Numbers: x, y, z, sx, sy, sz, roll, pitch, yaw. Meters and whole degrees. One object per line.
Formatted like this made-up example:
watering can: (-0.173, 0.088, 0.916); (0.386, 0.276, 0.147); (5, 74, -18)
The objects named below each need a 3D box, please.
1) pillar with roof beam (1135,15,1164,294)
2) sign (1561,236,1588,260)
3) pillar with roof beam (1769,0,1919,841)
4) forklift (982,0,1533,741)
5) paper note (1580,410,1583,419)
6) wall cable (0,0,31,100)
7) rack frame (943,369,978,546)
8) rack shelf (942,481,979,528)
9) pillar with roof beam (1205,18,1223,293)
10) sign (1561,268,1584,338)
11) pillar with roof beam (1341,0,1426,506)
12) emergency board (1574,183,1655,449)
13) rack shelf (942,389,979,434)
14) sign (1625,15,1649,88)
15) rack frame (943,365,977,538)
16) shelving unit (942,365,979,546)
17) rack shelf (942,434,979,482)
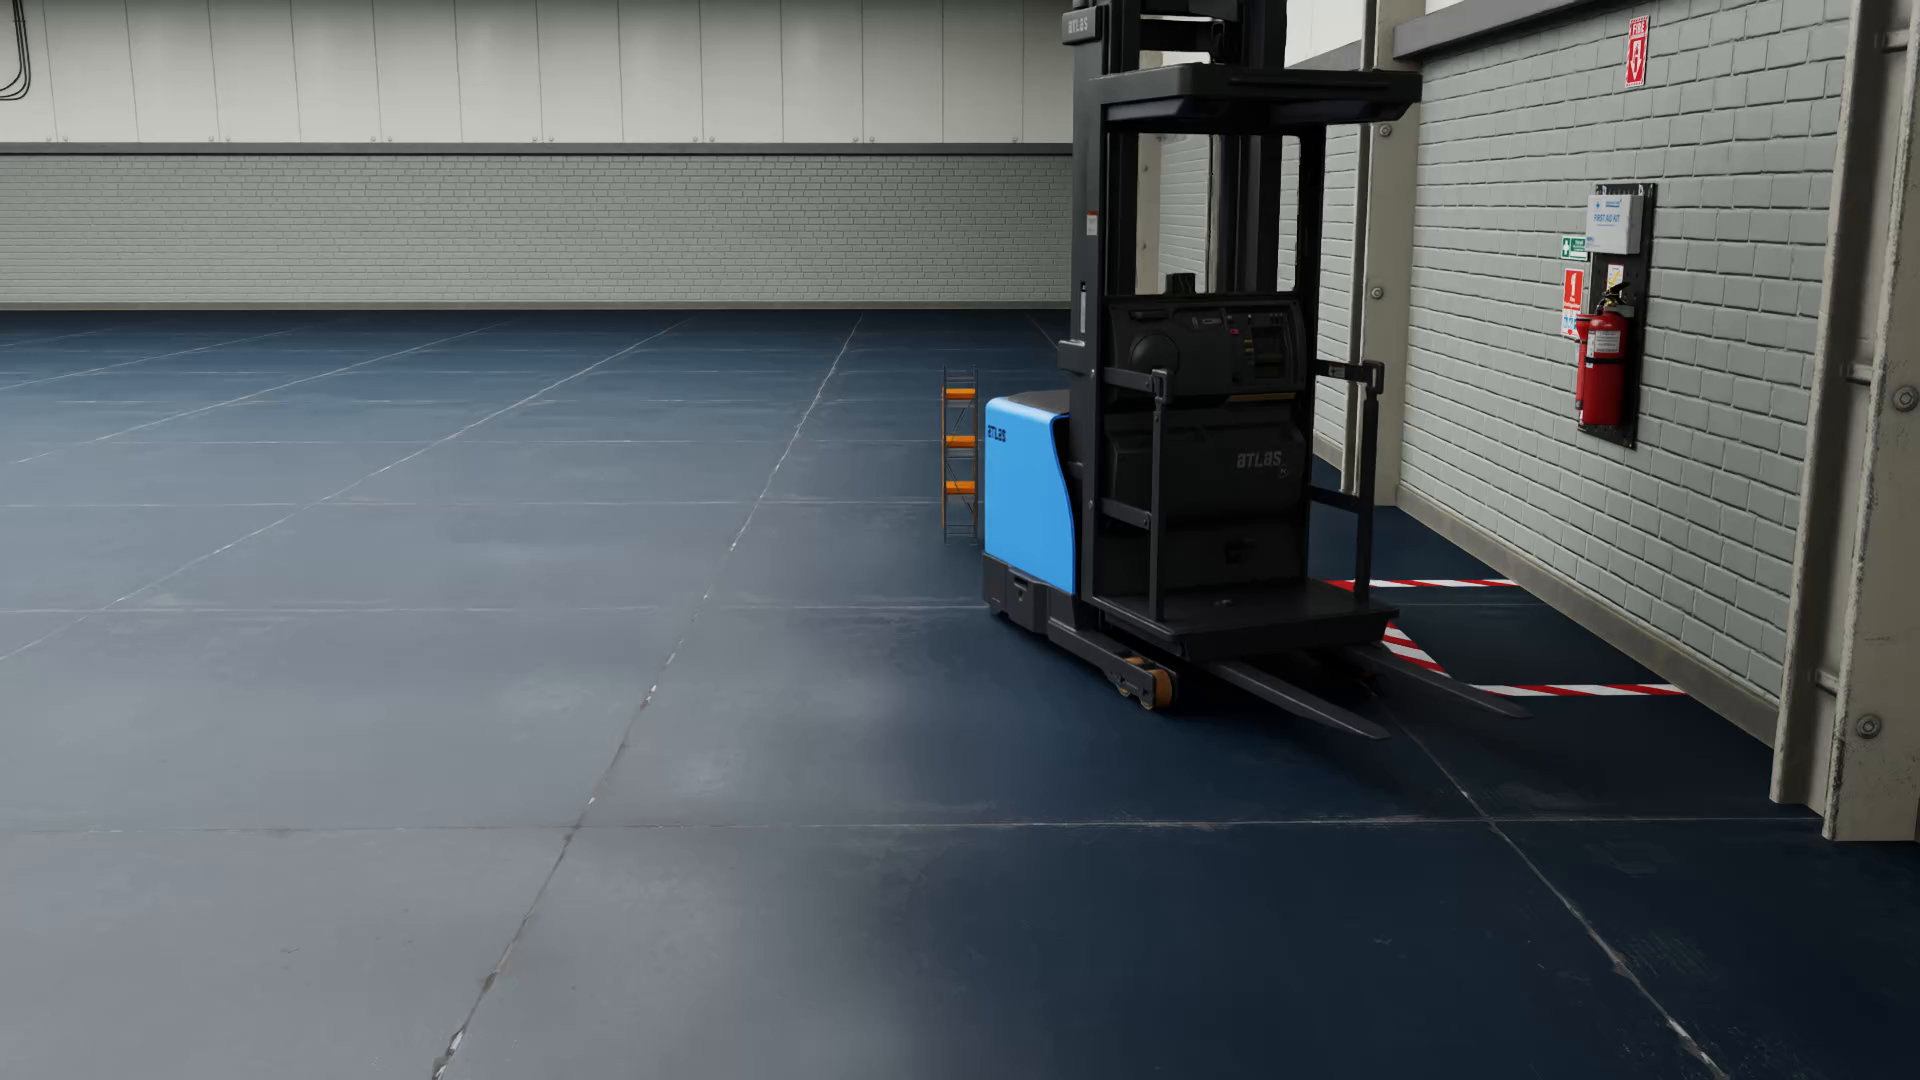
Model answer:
pillar with roof beam: (-1.744, -7.049, 22.170); (9.100, 9.000, 0.400); (0, 11, -1)
sign: (3.002, -1.426, 8.122); (0.001, 0.109, 0.331); (0, 11, -1)
pillar with roof beam: (-1.372, -3.471, 4.533); (9.100, 9.000, 0.400); (0, 11, -1)
forklift: (1.139, -0.848, 6.866); (1.130, 2.935, 3.031); (-5, 12, -22)
paper note: (2.985, -0.643, 7.901); (0.016, 0.148, 0.142); (0, 11, -1)
wall cable: (-18.304, -10.423, 30.250); (2.305, 6.003, 0.169); (0, 11, -1)
rack frame: (0.004, -0.480, 9.783); (0.200, 1.050, 0.008); (0, 11, -1)
rack shelf: (0.001, -0.221, 9.960); (0.215, 0.259, 0.240); (0, 11, -1)
pillar with roof beam: (-1.620, -5.856, 16.291); (9.100, 9.000, 0.400); (0, 11, -1)
sign: (3.011, -1.167, 8.179); (0.001, 0.329, 0.234); (0, 11, -1)
pillar with roof beam: (-1.496, -4.663, 10.412); (9.100, 9.000, 0.400); (0, 11, -1)
emergency board: (2.919, -1.040, 7.639); (0.194, 1.169, 0.643); (0, 11, -1)
rack shelf: (0.001, -0.772, 9.848); (0.215, 0.259, 0.240); (0, 11, -1)
sign: (3.019, -2.178, 7.418); (0.001, 0.298, 0.199); (0, 11, -1)
rack frame: (-0.001, -0.528, 10.022); (0.200, 1.050, 0.008); (0, 11, -1)
shelving unit: (0.001, -0.504, 9.902); (0.215, 1.050, 0.252); (0, 11, -1)
rack shelf: (0.001, -0.494, 9.904); (0.215, 0.259, 0.240); (0, 11, -1)
